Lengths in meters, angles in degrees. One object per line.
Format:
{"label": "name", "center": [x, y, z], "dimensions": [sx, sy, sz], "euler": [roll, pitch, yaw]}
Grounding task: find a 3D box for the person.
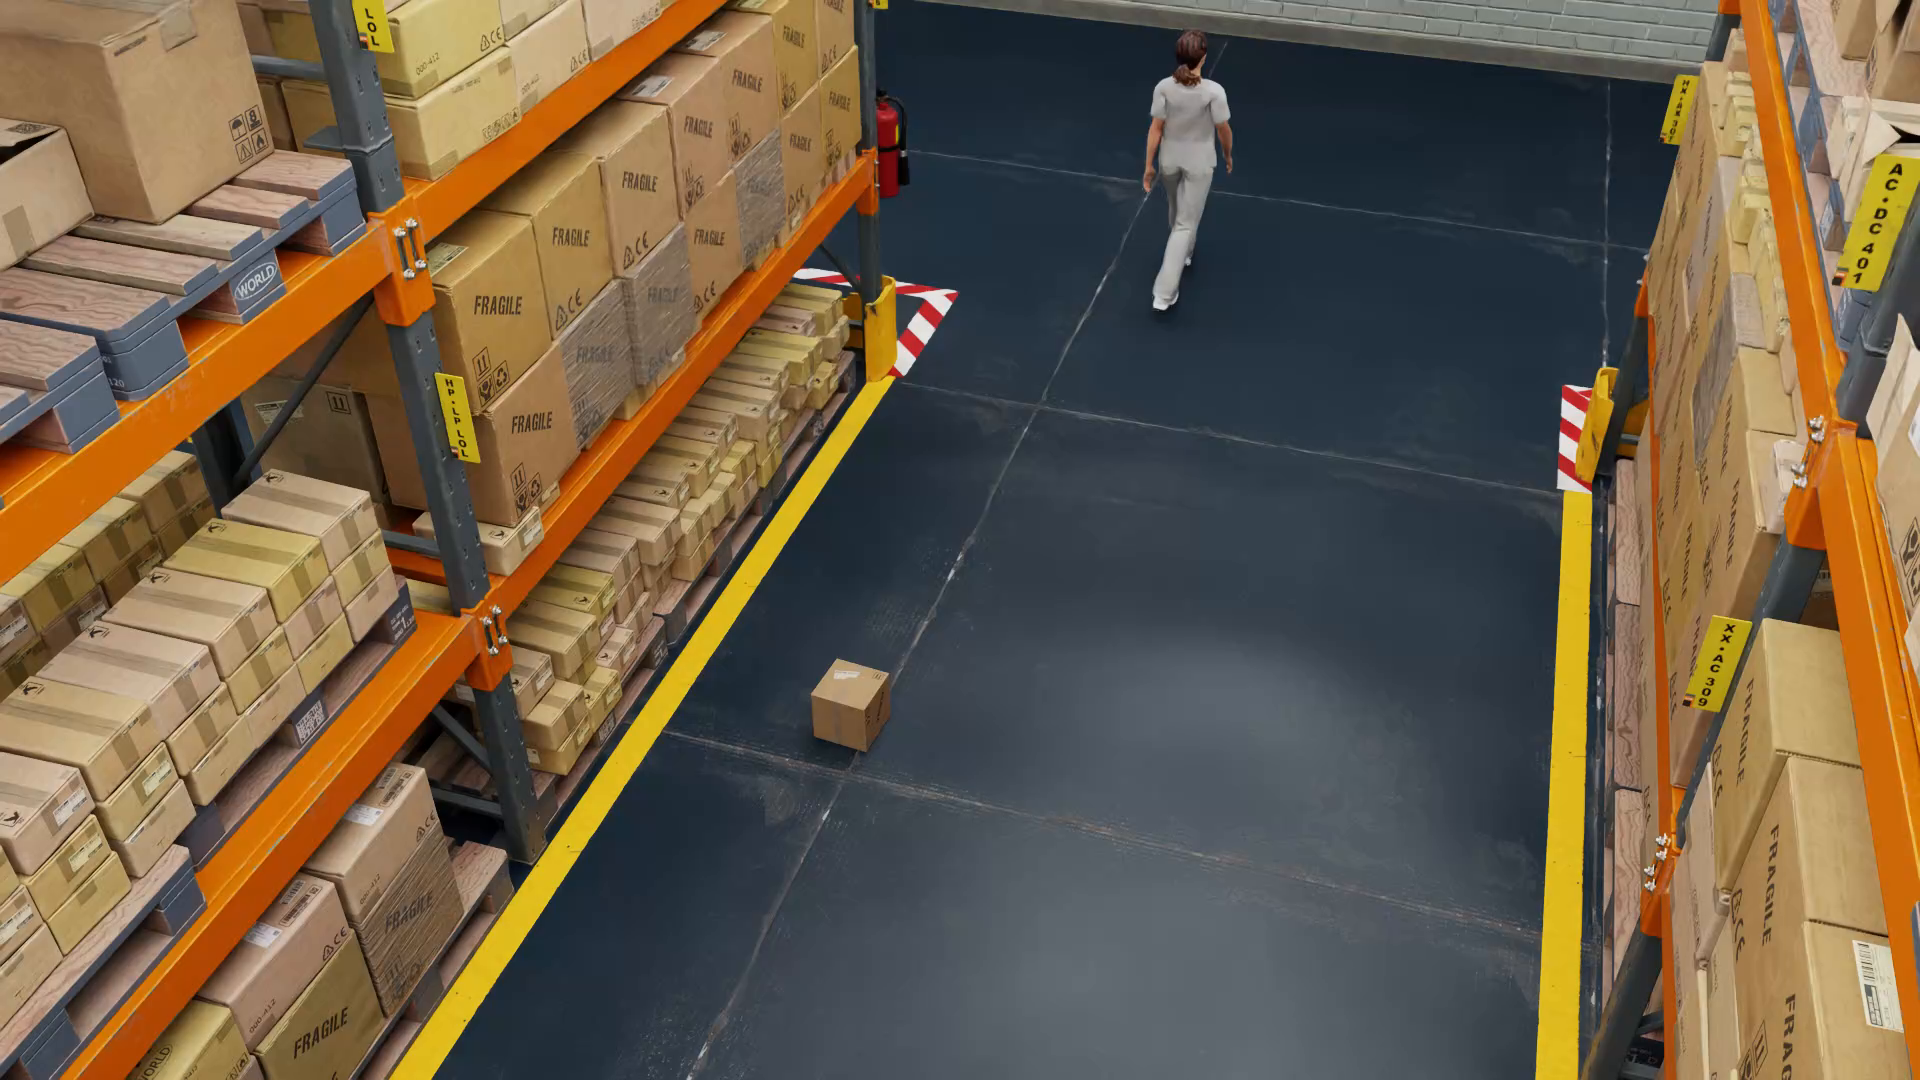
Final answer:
{"label": "person", "center": [1.362, -2.240, 9.852], "dimensions": [0.462, 1.614, 1.022], "euler": [16, 40, 19]}
